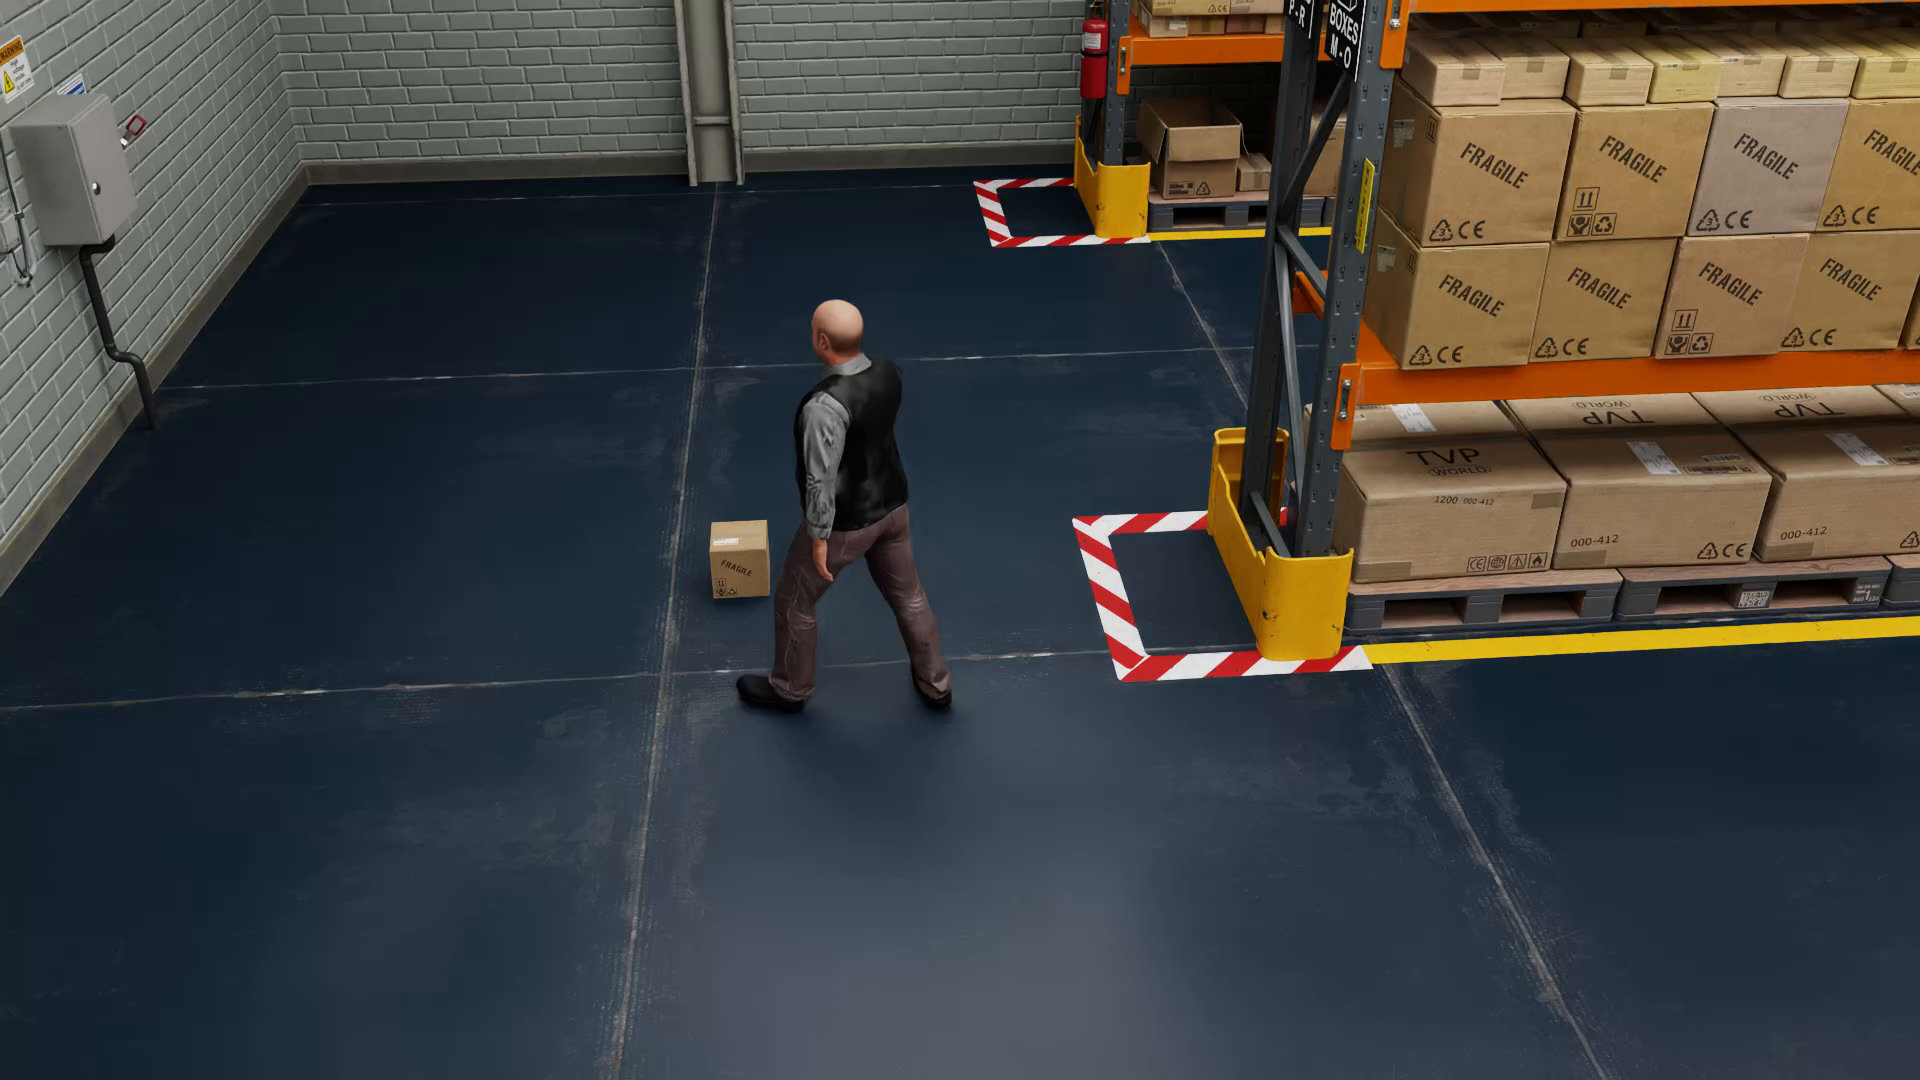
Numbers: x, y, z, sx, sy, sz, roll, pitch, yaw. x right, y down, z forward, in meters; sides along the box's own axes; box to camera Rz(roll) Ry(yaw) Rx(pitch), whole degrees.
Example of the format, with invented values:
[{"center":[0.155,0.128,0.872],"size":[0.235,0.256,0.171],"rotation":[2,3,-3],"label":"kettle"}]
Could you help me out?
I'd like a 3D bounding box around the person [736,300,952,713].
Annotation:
[{"center":[-0.437,-0.093,6.336],"size":[0.757,1.693,0.632],"rotation":[22,37,32],"label":"person"}]
